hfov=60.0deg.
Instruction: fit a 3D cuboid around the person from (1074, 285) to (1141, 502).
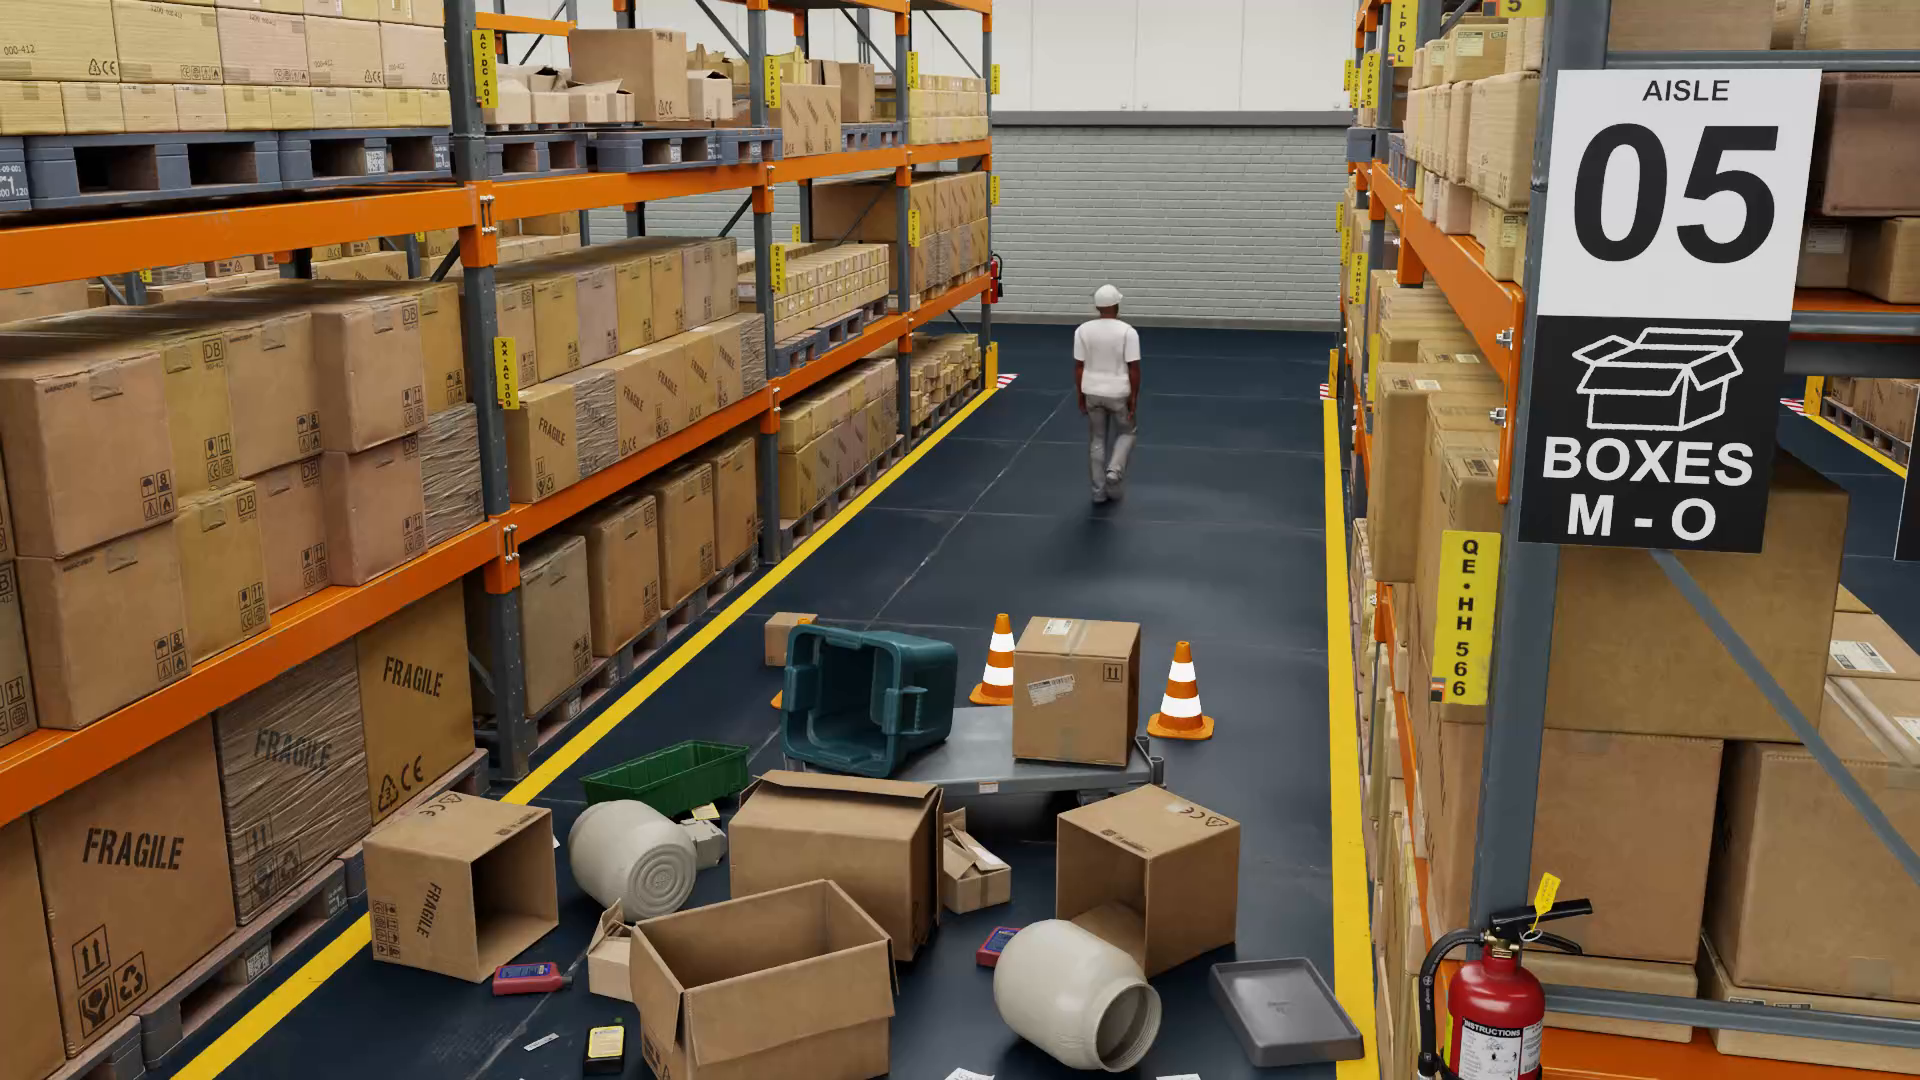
[{"bbox_3d":[1.195,-1.177,13.410,0.564,1.758,0.501,5,15,19],"label":"person"}]
